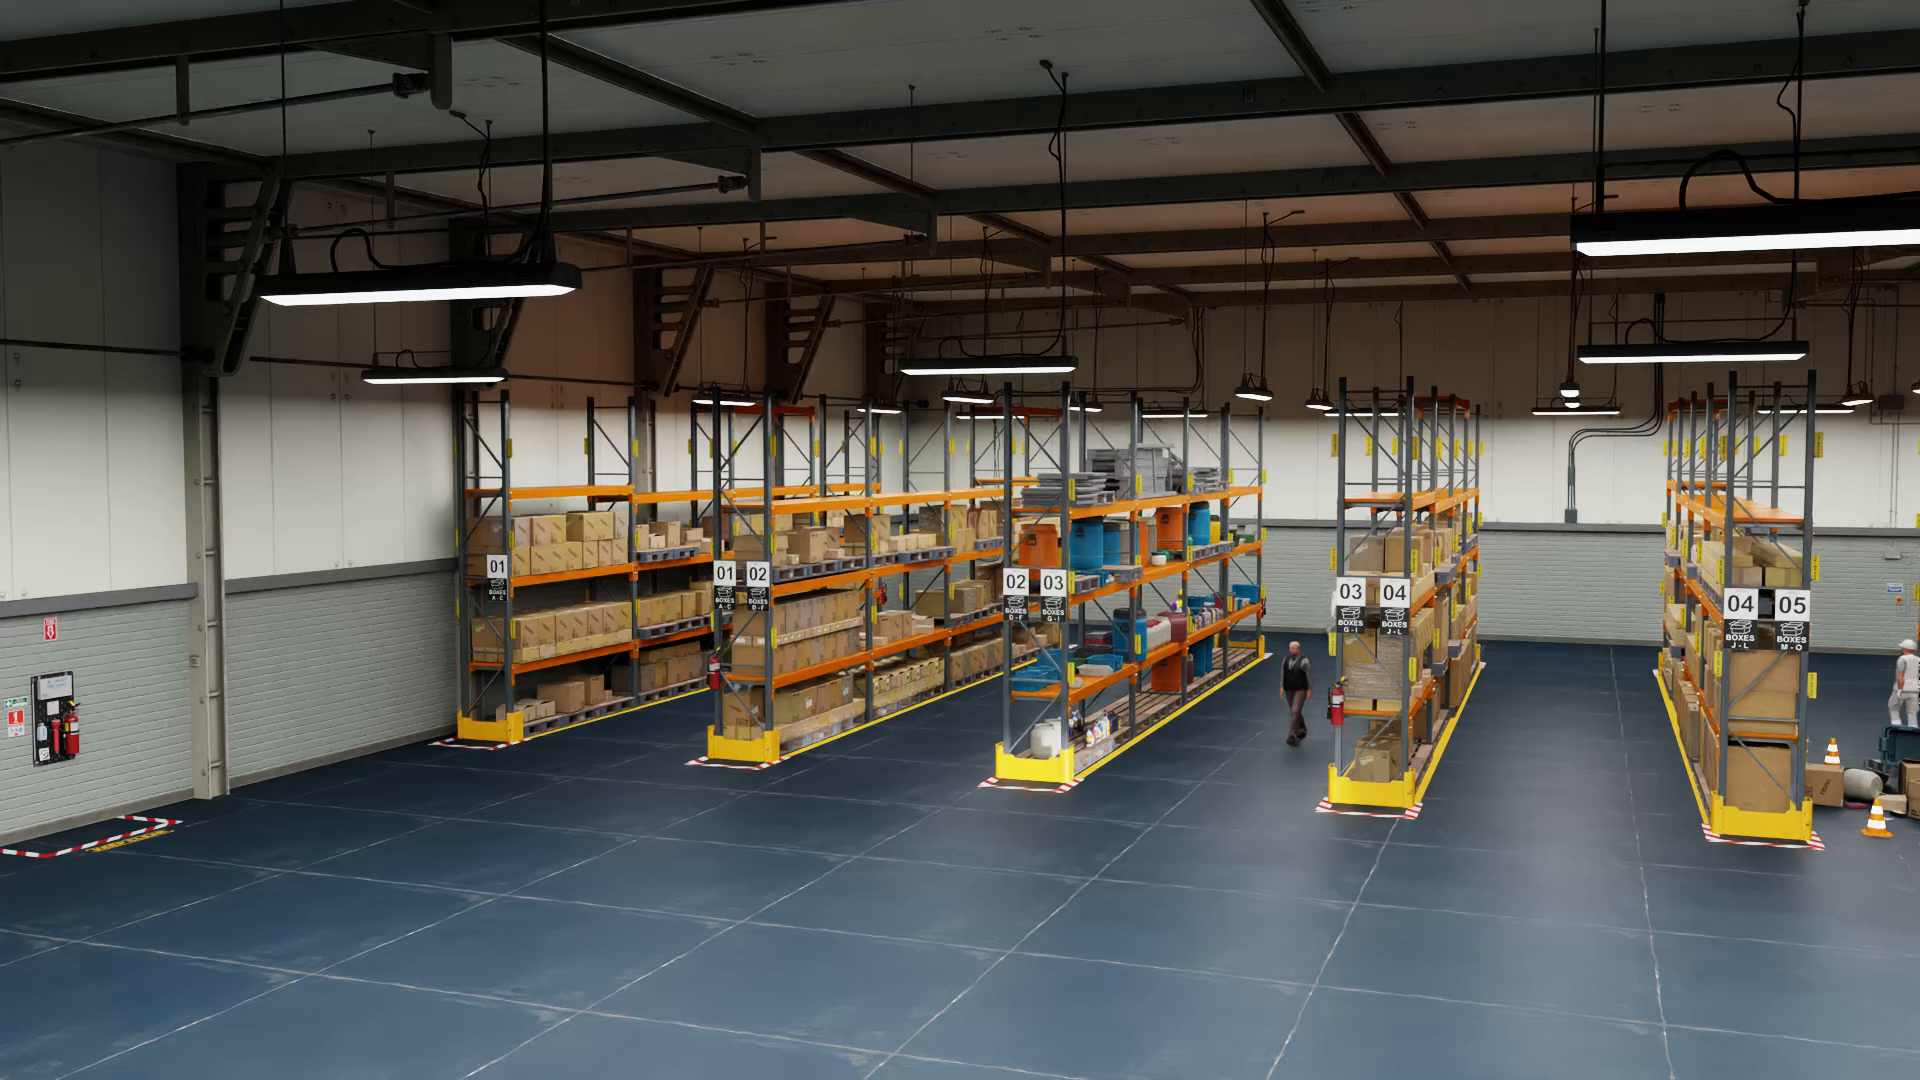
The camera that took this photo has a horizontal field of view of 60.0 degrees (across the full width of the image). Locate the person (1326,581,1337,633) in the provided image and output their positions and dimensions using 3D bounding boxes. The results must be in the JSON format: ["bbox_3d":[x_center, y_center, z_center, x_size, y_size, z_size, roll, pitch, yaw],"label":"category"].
[{"bbox_3d":[9.996,1.812,43.663,0.475,1.550,0.941,-3,4,-44],"label":"person"}]

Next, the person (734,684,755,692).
[{"bbox_3d":[-3.965,2.473,30.692,0.559,1.677,0.675,0,3,1],"label":"person"}]

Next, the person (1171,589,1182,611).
[{"bbox_3d":[5.117,2.007,38.394,0.616,1.766,0.467,-1,3,-17],"label":"person"}]

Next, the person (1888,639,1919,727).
[{"bbox_3d":[15.938,2.582,27.924,0.510,1.806,0.543,0,3,8],"label":"person"}]

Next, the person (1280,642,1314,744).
[{"bbox_3d":[5.671,2.576,28.315,0.886,1.679,0.576,-3,4,-41],"label":"person"}]
